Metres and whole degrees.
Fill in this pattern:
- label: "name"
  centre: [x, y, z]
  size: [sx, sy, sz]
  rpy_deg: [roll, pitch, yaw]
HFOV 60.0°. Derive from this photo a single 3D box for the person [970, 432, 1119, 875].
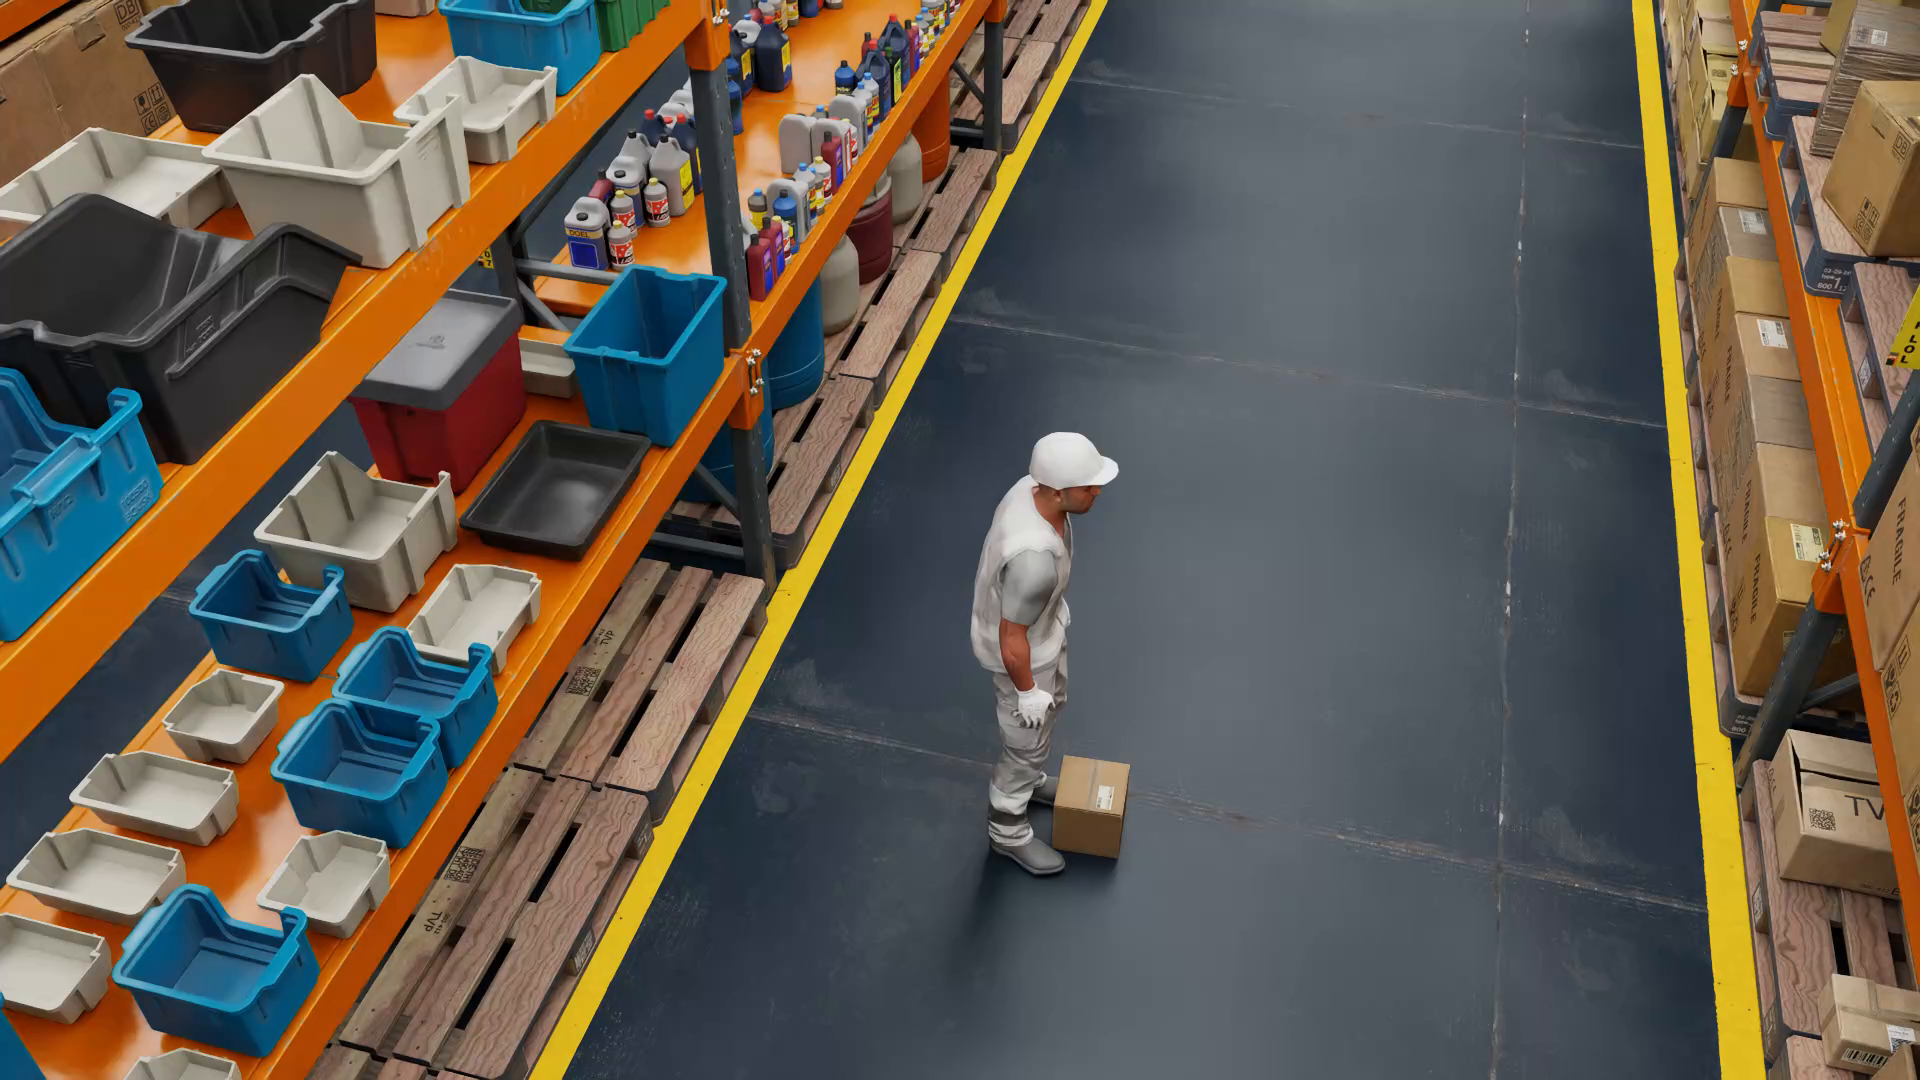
- label: "person"
  centre: [0.270, 0.362, 5.725]
  size: [0.452, 1.778, 0.617]
  rpy_deg: [8, 41, 9]
